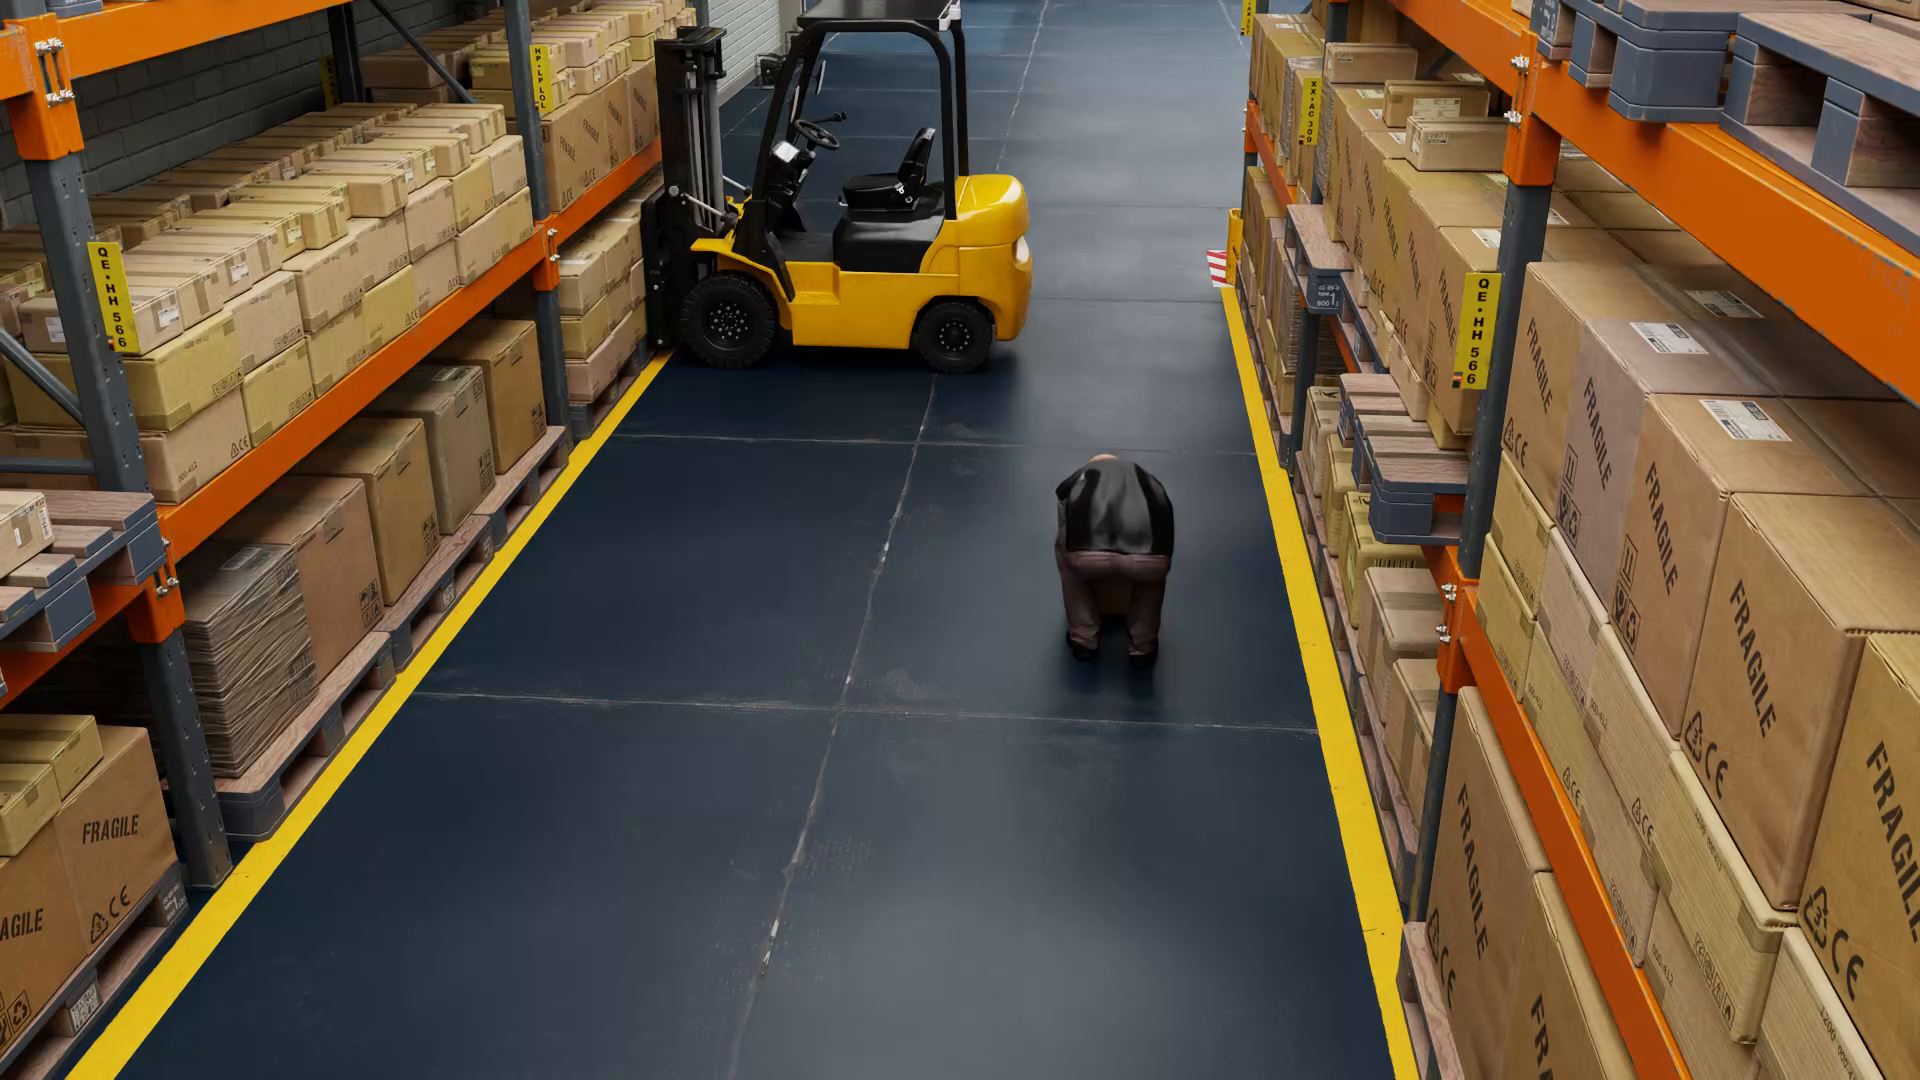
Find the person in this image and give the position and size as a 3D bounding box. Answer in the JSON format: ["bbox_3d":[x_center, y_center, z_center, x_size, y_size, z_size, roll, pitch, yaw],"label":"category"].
[{"bbox_3d":[0.655,0.052,7.124,0.500,0.847,0.952,1,24,2],"label":"person"}]
